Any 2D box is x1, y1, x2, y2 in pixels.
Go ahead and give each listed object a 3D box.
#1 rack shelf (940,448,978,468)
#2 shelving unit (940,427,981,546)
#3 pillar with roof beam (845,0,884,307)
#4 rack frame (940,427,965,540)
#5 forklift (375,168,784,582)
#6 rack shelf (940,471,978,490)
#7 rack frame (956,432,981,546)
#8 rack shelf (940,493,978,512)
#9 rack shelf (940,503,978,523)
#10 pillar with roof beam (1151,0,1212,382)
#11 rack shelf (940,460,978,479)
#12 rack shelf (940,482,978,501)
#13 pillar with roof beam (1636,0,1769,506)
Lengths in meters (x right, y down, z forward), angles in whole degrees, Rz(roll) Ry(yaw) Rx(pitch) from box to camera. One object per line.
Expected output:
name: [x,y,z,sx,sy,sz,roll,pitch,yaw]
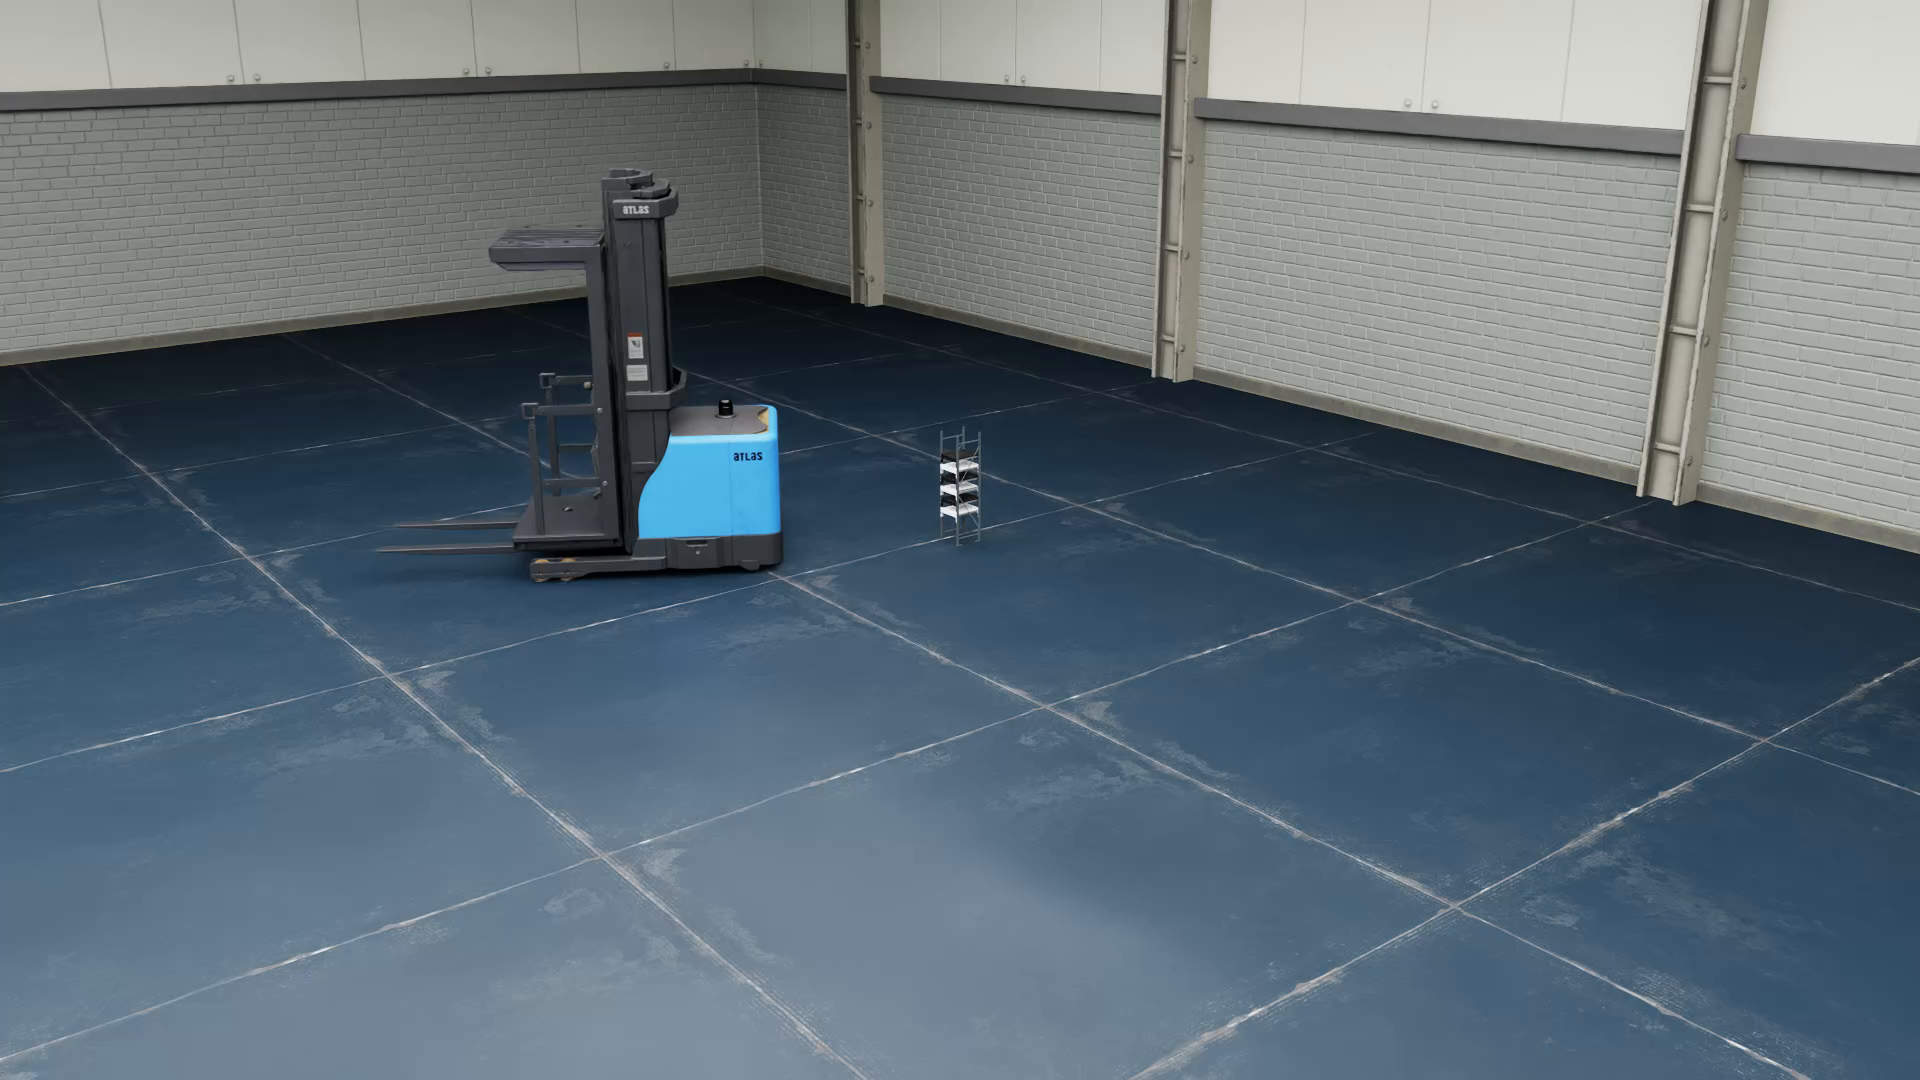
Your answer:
rack shelf: [0.005,-0.650,13.141,0.258,0.077,0.200,-14,23,-36]
shelving unit: [0.005,-0.425,13.215,0.258,0.900,0.210,-14,23,-36]
pillar with roof beam: [-4.672,-6.761,19.465,9.100,9.000,0.400,-14,23,-36]
rack frame: [-0.058,-0.450,13.291,0.240,0.900,0.006,-14,23,-36]
forklift: [-2.898,-1.254,12.486,3.031,2.935,1.130,-2,18,-6]
rack shelf: [0.005,-0.479,13.197,0.258,0.077,0.200,-14,23,-36]
rack frame: [0.068,-0.400,13.139,0.240,0.900,0.006,-14,23,-36]
rack shelf: [0.005,-0.308,13.254,0.258,0.077,0.200,-14,23,-36]
rack shelf: [0.005,-0.223,13.282,0.258,0.077,0.200,-14,23,-36]
pillar with roof beam: [-0.947,-5.283,15.000,9.100,9.000,0.400,-14,23,-36]
rack shelf: [0.005,-0.564,13.169,0.258,0.077,0.200,-14,23,-36]
rack shelf: [0.005,-0.394,13.225,0.258,0.077,0.200,-14,23,-36]
pillar with roof beam: [2.778,-3.804,10.536,9.100,9.000,0.400,-14,23,-36]
